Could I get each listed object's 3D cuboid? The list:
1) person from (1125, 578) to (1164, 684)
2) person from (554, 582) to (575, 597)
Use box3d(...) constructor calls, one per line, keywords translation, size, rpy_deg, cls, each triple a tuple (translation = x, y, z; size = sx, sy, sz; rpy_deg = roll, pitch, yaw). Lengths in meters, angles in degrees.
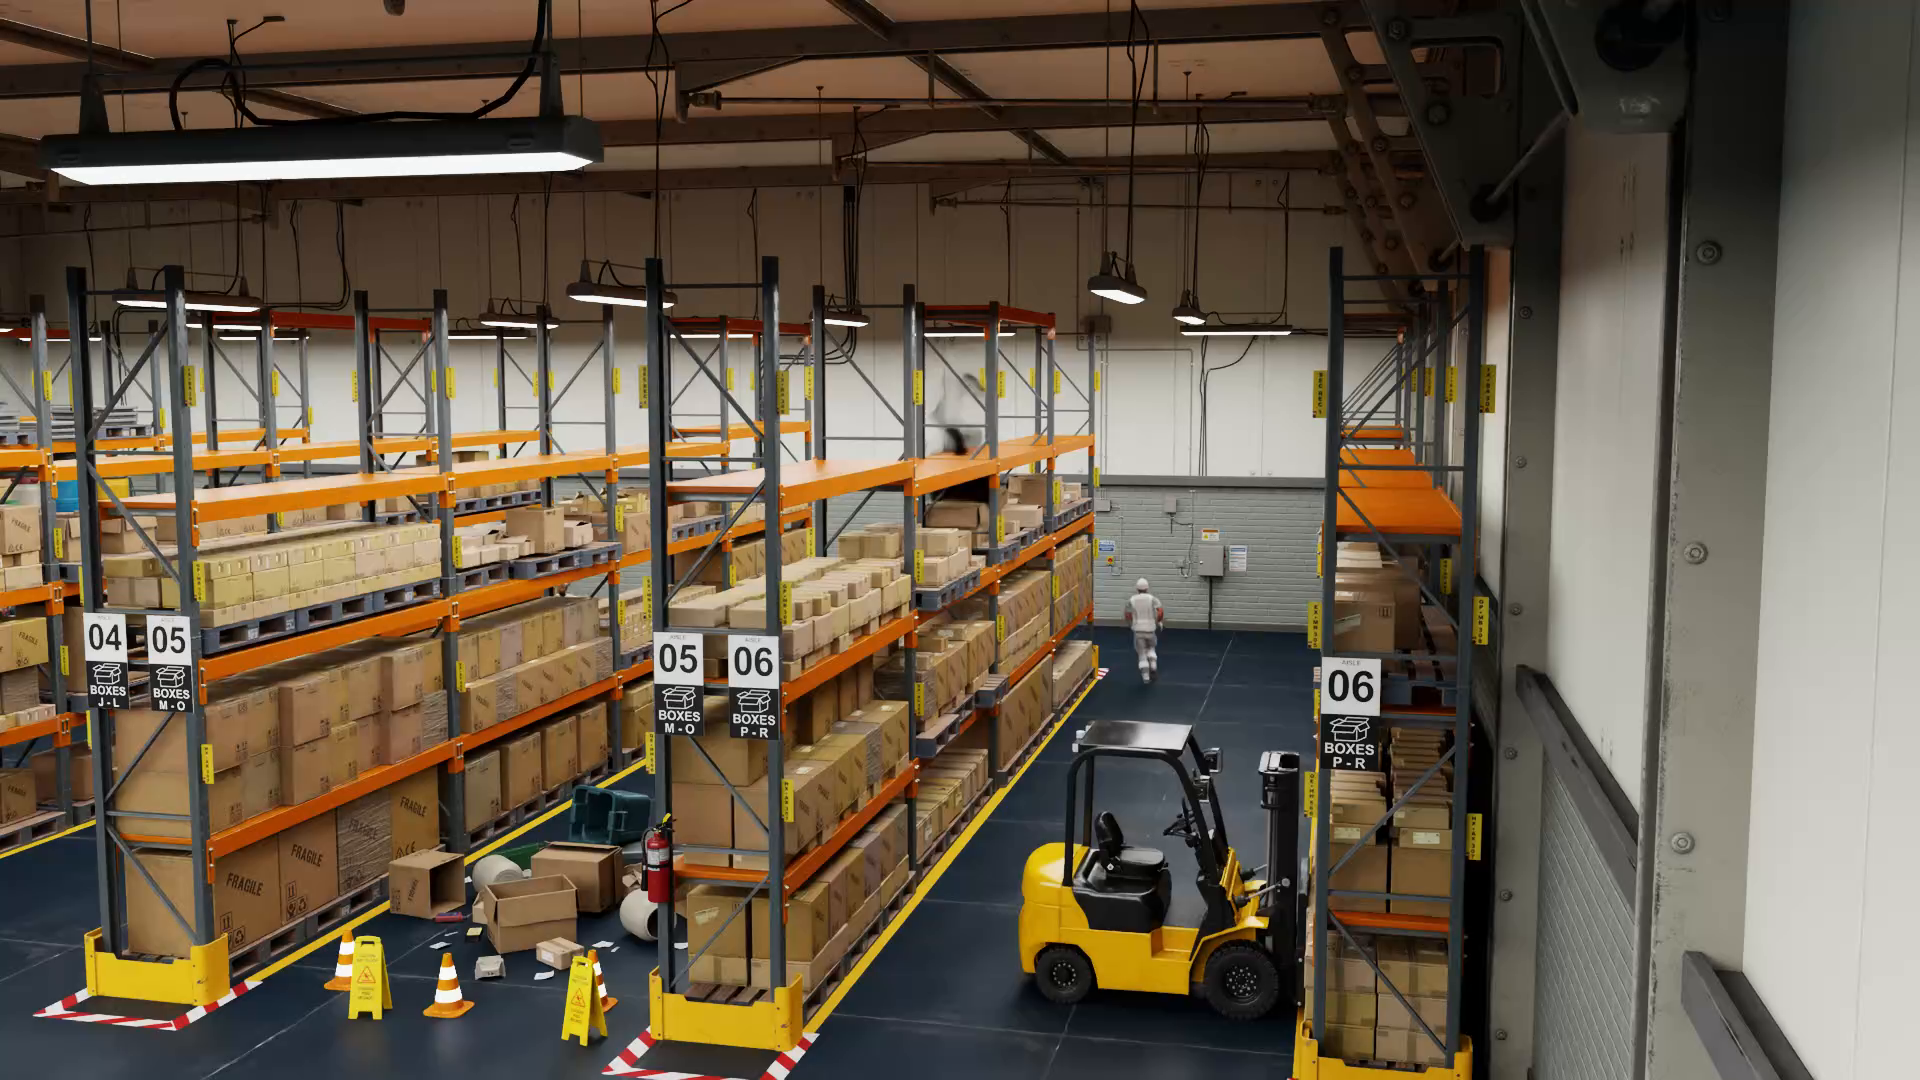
box3d(translation=(3.054, 1.494, 27.637), size=(0.637, 1.735, 0.643), rpy_deg=(0, 6, 5), cls="person")
box3d(translation=(-6.670, 1.511, 28.004), size=(0.625, 1.726, 0.815), rpy_deg=(0, 6, 3), cls="person")
